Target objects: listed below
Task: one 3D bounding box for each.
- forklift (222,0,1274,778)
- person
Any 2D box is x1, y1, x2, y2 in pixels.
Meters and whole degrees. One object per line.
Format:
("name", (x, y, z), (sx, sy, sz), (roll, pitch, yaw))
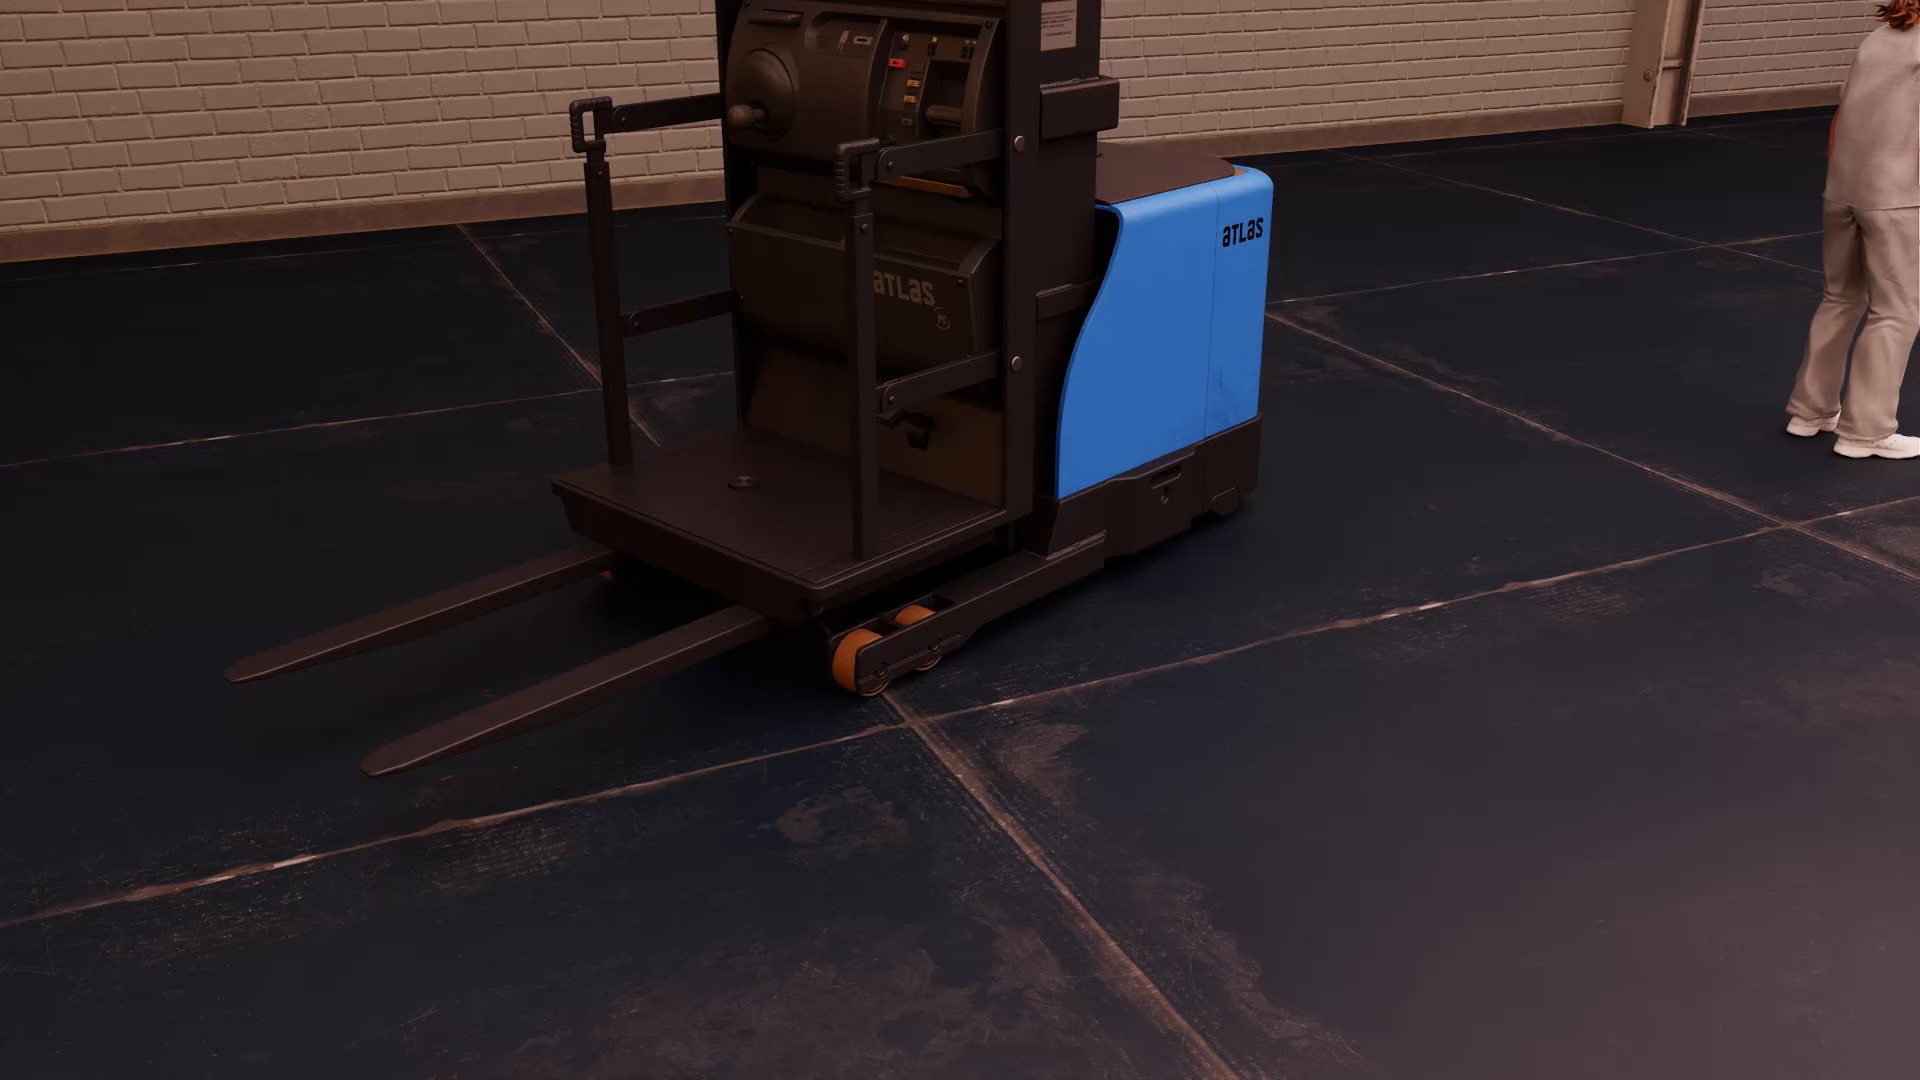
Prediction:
("forklift", (-0.413, -1.182, 4.131), (1.130, 2.935, 3.031), (19, 29, 39))
("person", (3.146, -1.134, 5.656), (0.354, 1.673, 0.506), (-7, 23, -15))
